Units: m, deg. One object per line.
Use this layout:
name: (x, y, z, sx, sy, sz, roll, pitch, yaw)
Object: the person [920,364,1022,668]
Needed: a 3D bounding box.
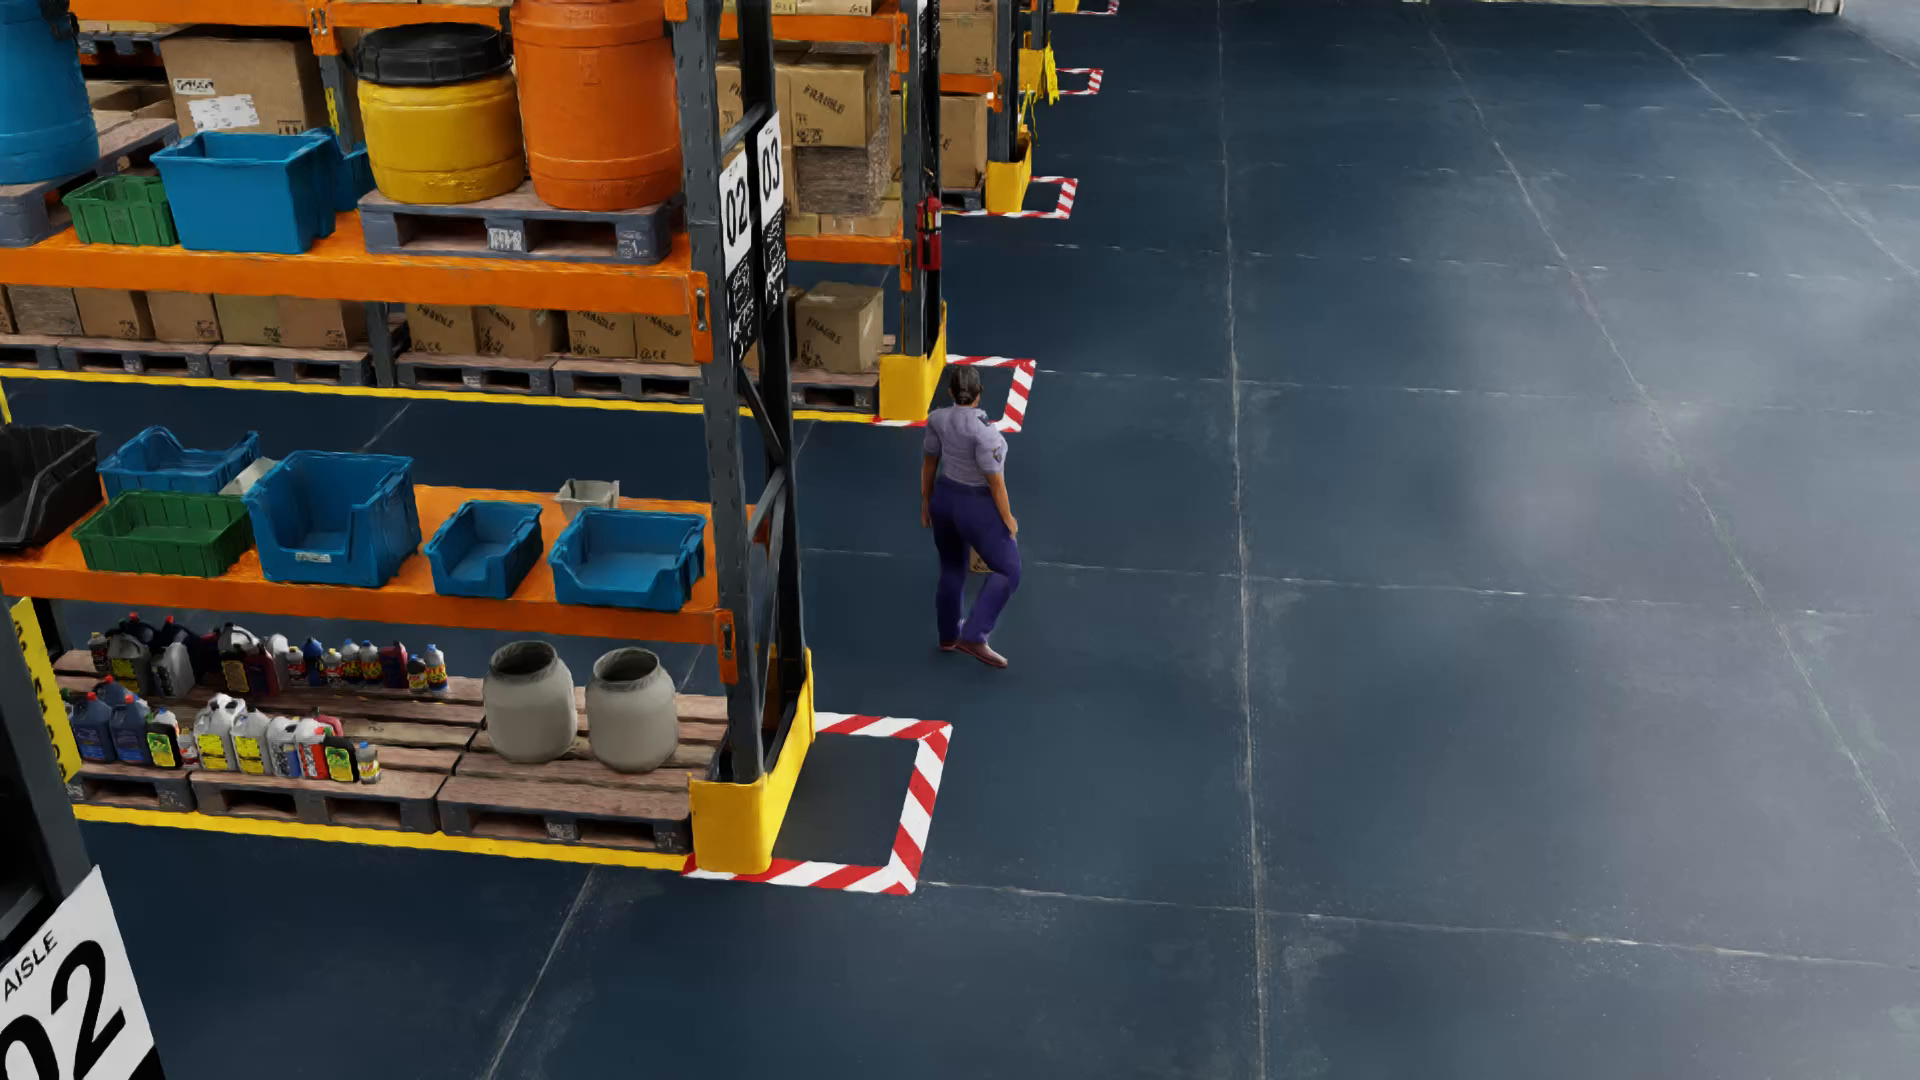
person: (0.061, -0.124, 8.834, 0.665, 1.642, 0.458, 23, 36, 36)
